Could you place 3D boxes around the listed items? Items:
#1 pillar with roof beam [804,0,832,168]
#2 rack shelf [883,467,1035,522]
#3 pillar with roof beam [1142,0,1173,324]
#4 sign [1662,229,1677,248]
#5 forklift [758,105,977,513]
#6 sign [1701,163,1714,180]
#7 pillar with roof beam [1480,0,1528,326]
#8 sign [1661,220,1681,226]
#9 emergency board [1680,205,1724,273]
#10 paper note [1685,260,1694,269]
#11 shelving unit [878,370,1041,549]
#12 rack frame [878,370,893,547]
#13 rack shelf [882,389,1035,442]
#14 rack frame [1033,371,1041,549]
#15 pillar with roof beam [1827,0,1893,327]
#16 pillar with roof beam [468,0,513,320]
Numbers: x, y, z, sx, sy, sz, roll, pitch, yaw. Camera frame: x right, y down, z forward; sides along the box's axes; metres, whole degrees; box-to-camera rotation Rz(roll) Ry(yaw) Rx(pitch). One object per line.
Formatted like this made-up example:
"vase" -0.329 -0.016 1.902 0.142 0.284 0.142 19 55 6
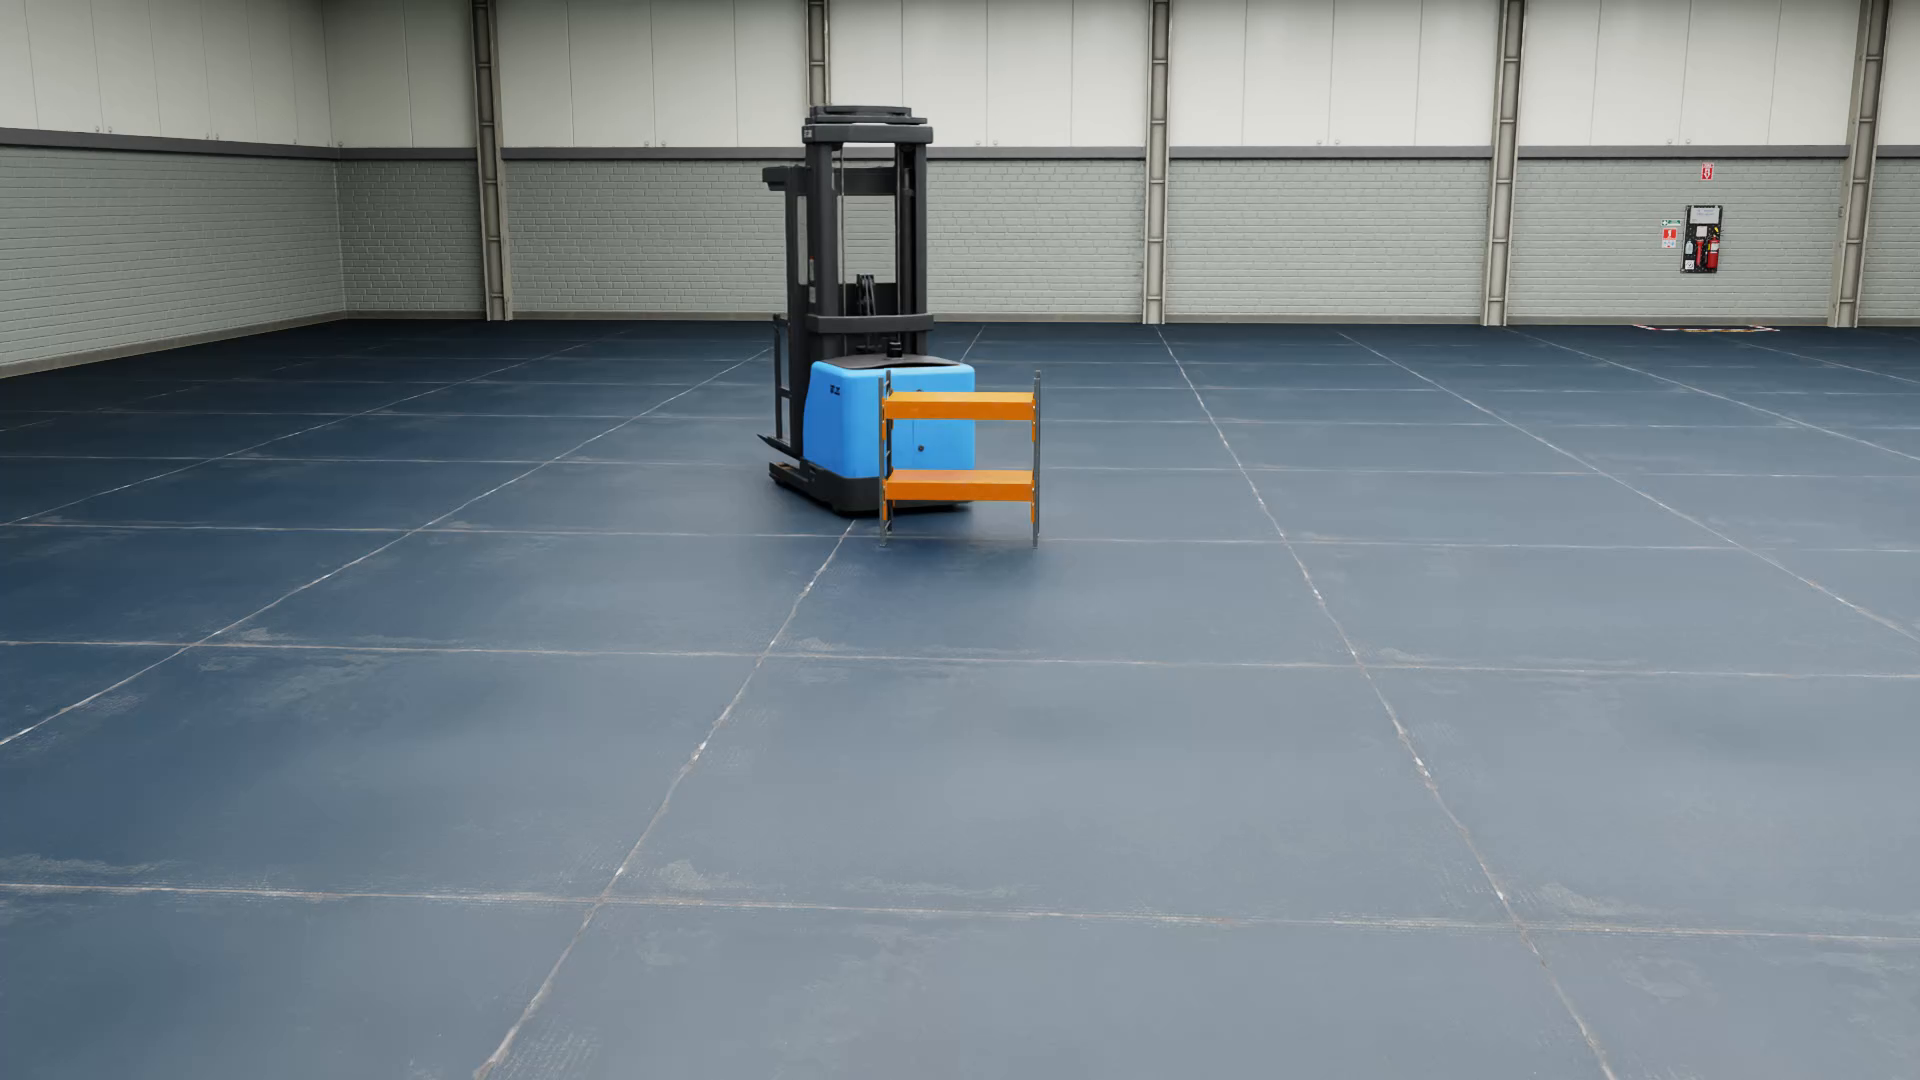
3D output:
"pillar with roof beam" -2.796 -7.510 25.193 0.400 9.000 9.100 1 12 4
"rack shelf" 0.007 -0.311 11.203 1.000 0.278 0.538 1 12 4
"pillar with roof beam" 3.191 -7.428 24.800 0.400 9.000 9.100 1 12 4
"sign" 12.444 -5.295 29.166 0.234 0.329 0.001 1 12 4
"forklift" -0.900 -1.890 13.143 1.130 2.935 3.031 -5 13 -22
"sign" 12.987 -6.404 28.893 0.199 0.298 0.001 1 12 4
"pillar with roof beam" 9.177 -7.346 24.408 0.400 9.000 9.100 1 12 4
"sign" 12.448 -5.552 29.103 0.331 0.109 0.001 1 12 4
"emergency board" 12.989 -5.249 29.033 0.643 1.169 0.194 1 12 4
"paper note" 12.817 -4.834 29.202 0.142 0.148 0.016 1 12 4
"shelving unit" 0.007 -0.550 11.152 1.048 1.125 0.538 1 12 4
"rack frame" -0.500 -0.557 11.186 0.032 1.125 0.500 1 12 4
"rack shelf" 0.007 -0.837 11.093 1.000 0.278 0.538 1 12 4
"rack frame" 0.514 -0.544 11.119 0.032 1.125 0.500 1 12 4
"pillar with roof beam" 15.164 -7.264 24.015 0.400 9.000 9.100 1 12 4
"pillar with roof beam" -8.782 -7.592 25.585 0.400 9.000 9.100 1 12 4
